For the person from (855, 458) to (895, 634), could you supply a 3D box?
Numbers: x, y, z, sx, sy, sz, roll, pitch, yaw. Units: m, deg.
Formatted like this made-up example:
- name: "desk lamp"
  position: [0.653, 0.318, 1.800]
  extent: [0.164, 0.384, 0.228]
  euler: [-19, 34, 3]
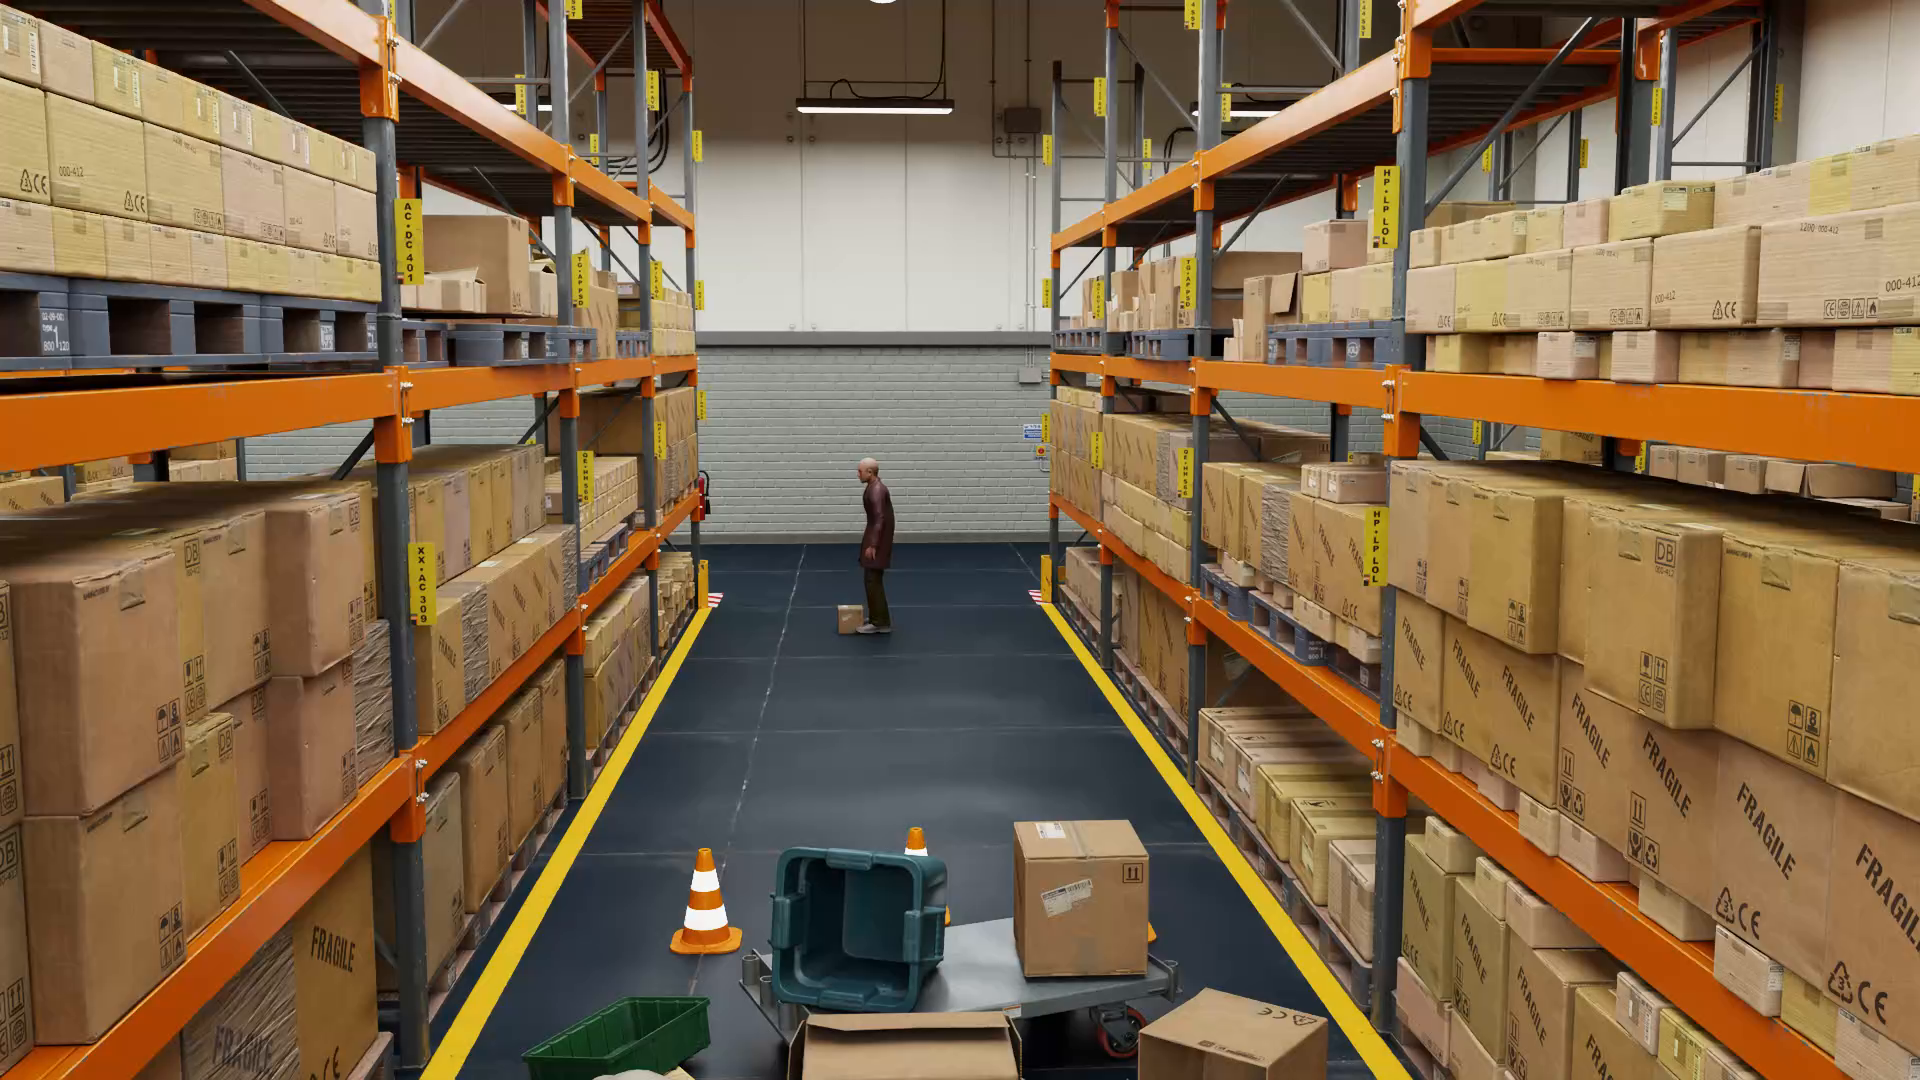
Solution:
- name: "person"
  position: [-0.871, 0.107, 16.895]
  extent: [0.421, 1.656, 0.643]
  euler: [0, 7, -4]
